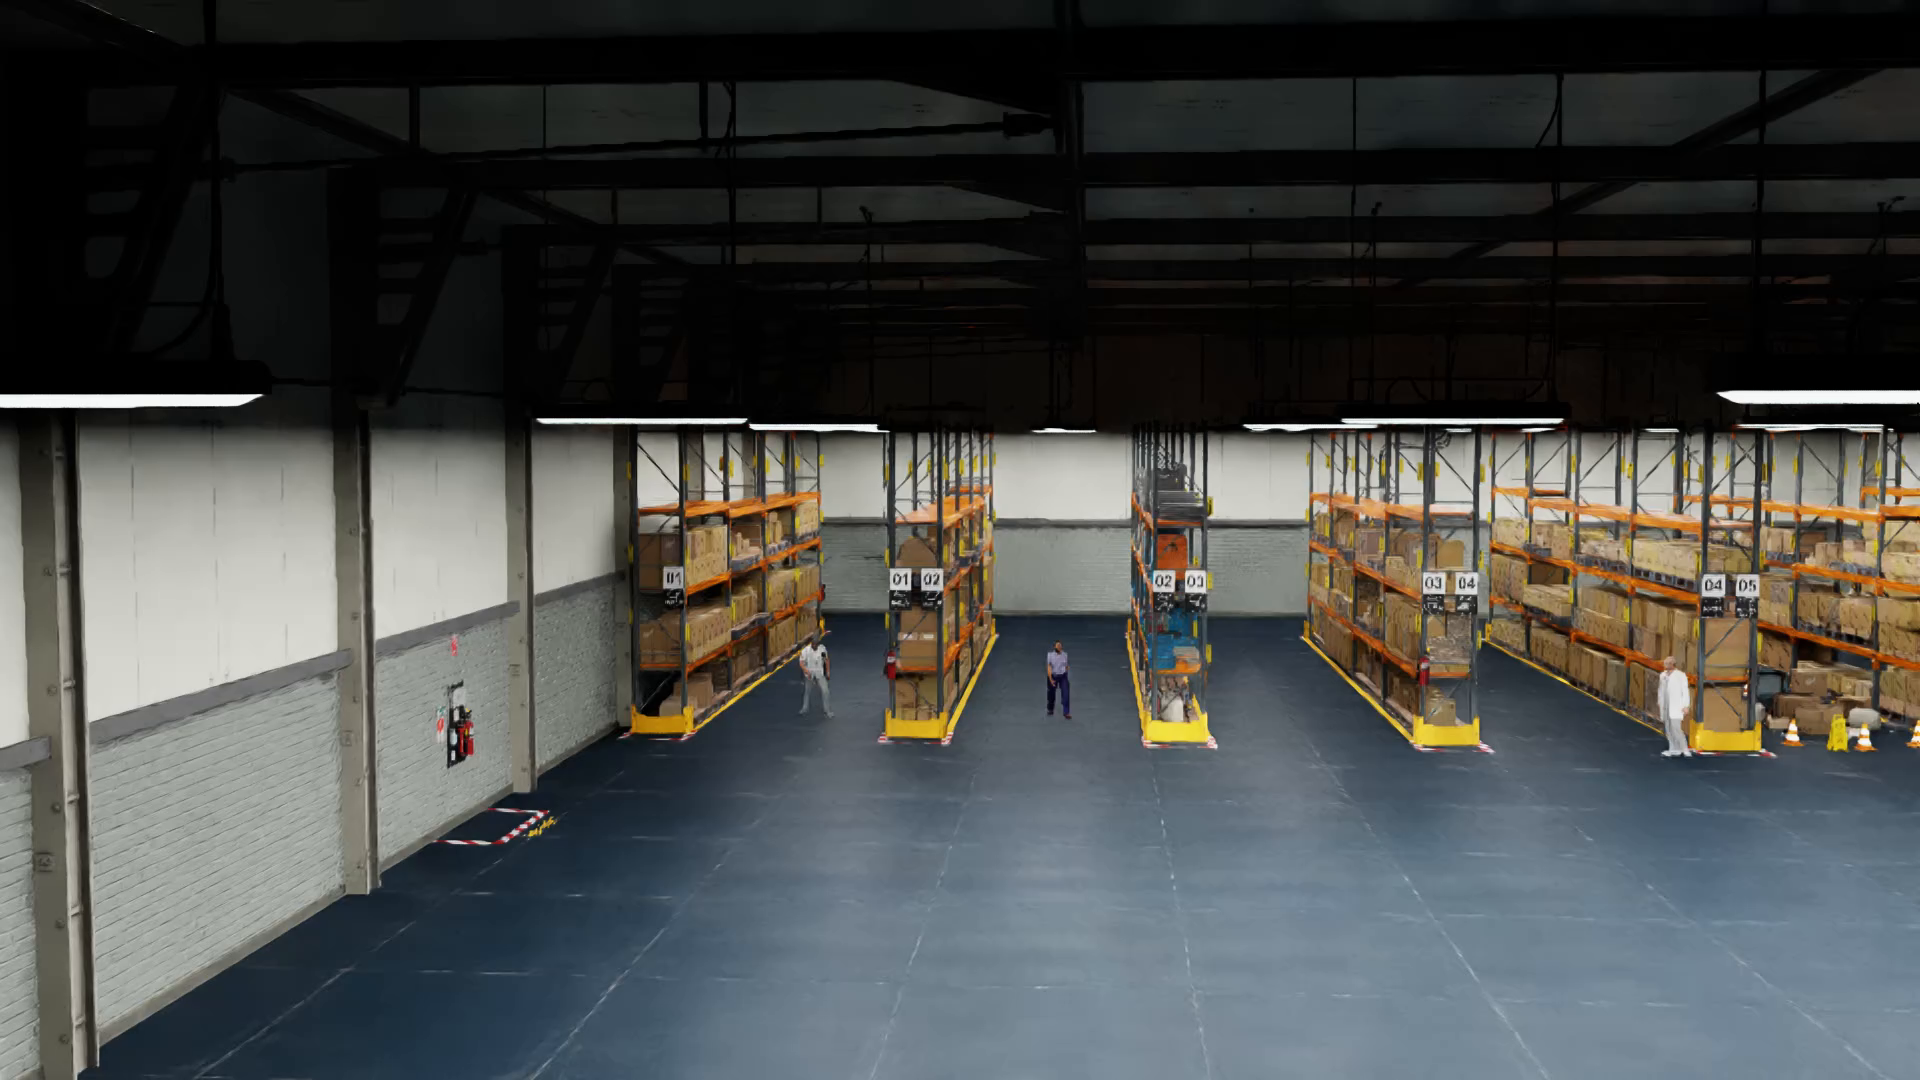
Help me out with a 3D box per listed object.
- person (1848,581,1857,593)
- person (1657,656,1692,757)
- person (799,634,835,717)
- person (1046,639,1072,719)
[{"bbox_3d":[25.190,1.926,46.688,0.385,1.670,0.583,-2,4,-27],"label":"person"},{"bbox_3d":[12.690,2.954,29.536,0.454,1.773,0.684,-2,4,-28],"label":"person"},{"bbox_3d":[-2.939,2.731,33.781,0.701,1.693,0.857,-1,4,-12],"label":"person"},{"bbox_3d":[1.972,2.781,33.605,0.478,1.558,0.984,0,4,-4],"label":"person"}]
